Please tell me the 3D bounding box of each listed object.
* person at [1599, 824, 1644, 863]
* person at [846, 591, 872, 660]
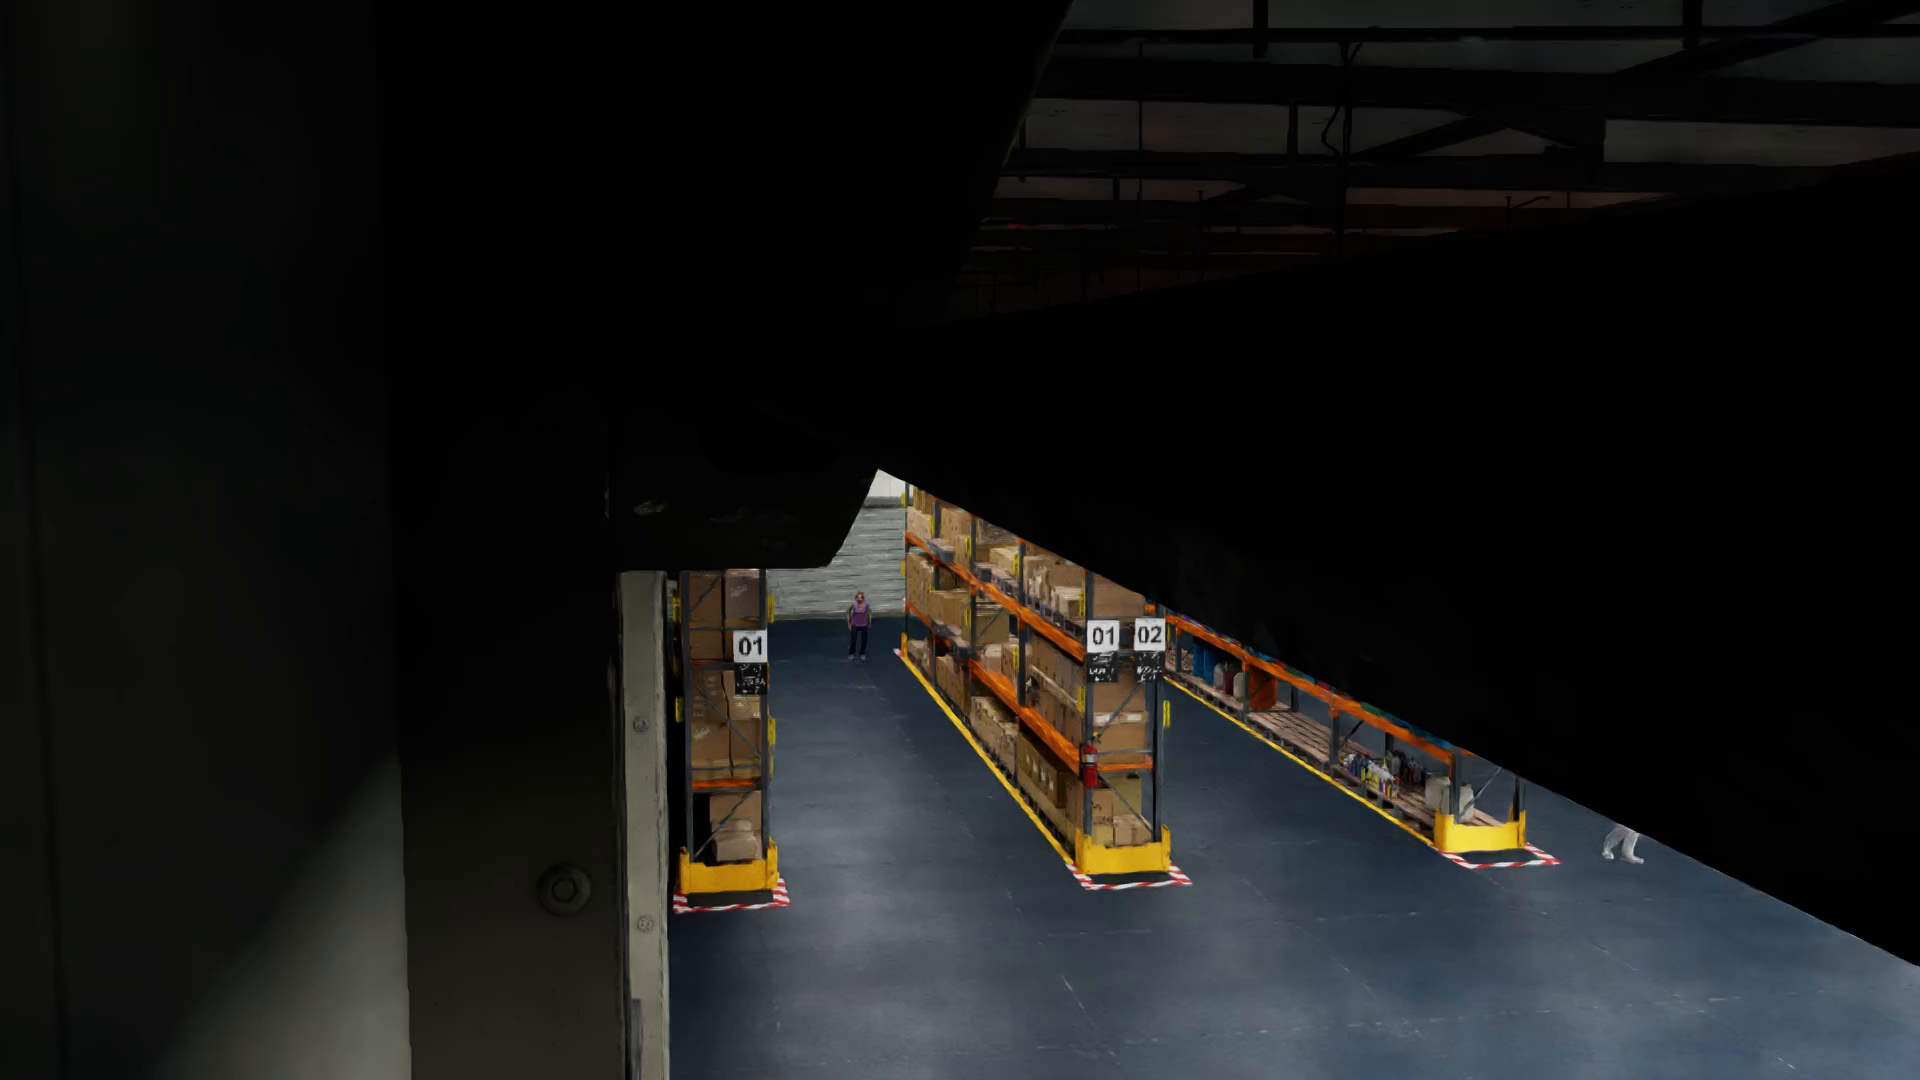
[{"bbox_3d":[8.532,3.299,21.332,0.542,1.663,0.514,6,8,43],"label":"person"},{"bbox_3d":[-2.197,1.842,35.987,0.551,1.541,0.519,-1,6,-12],"label":"person"}]
